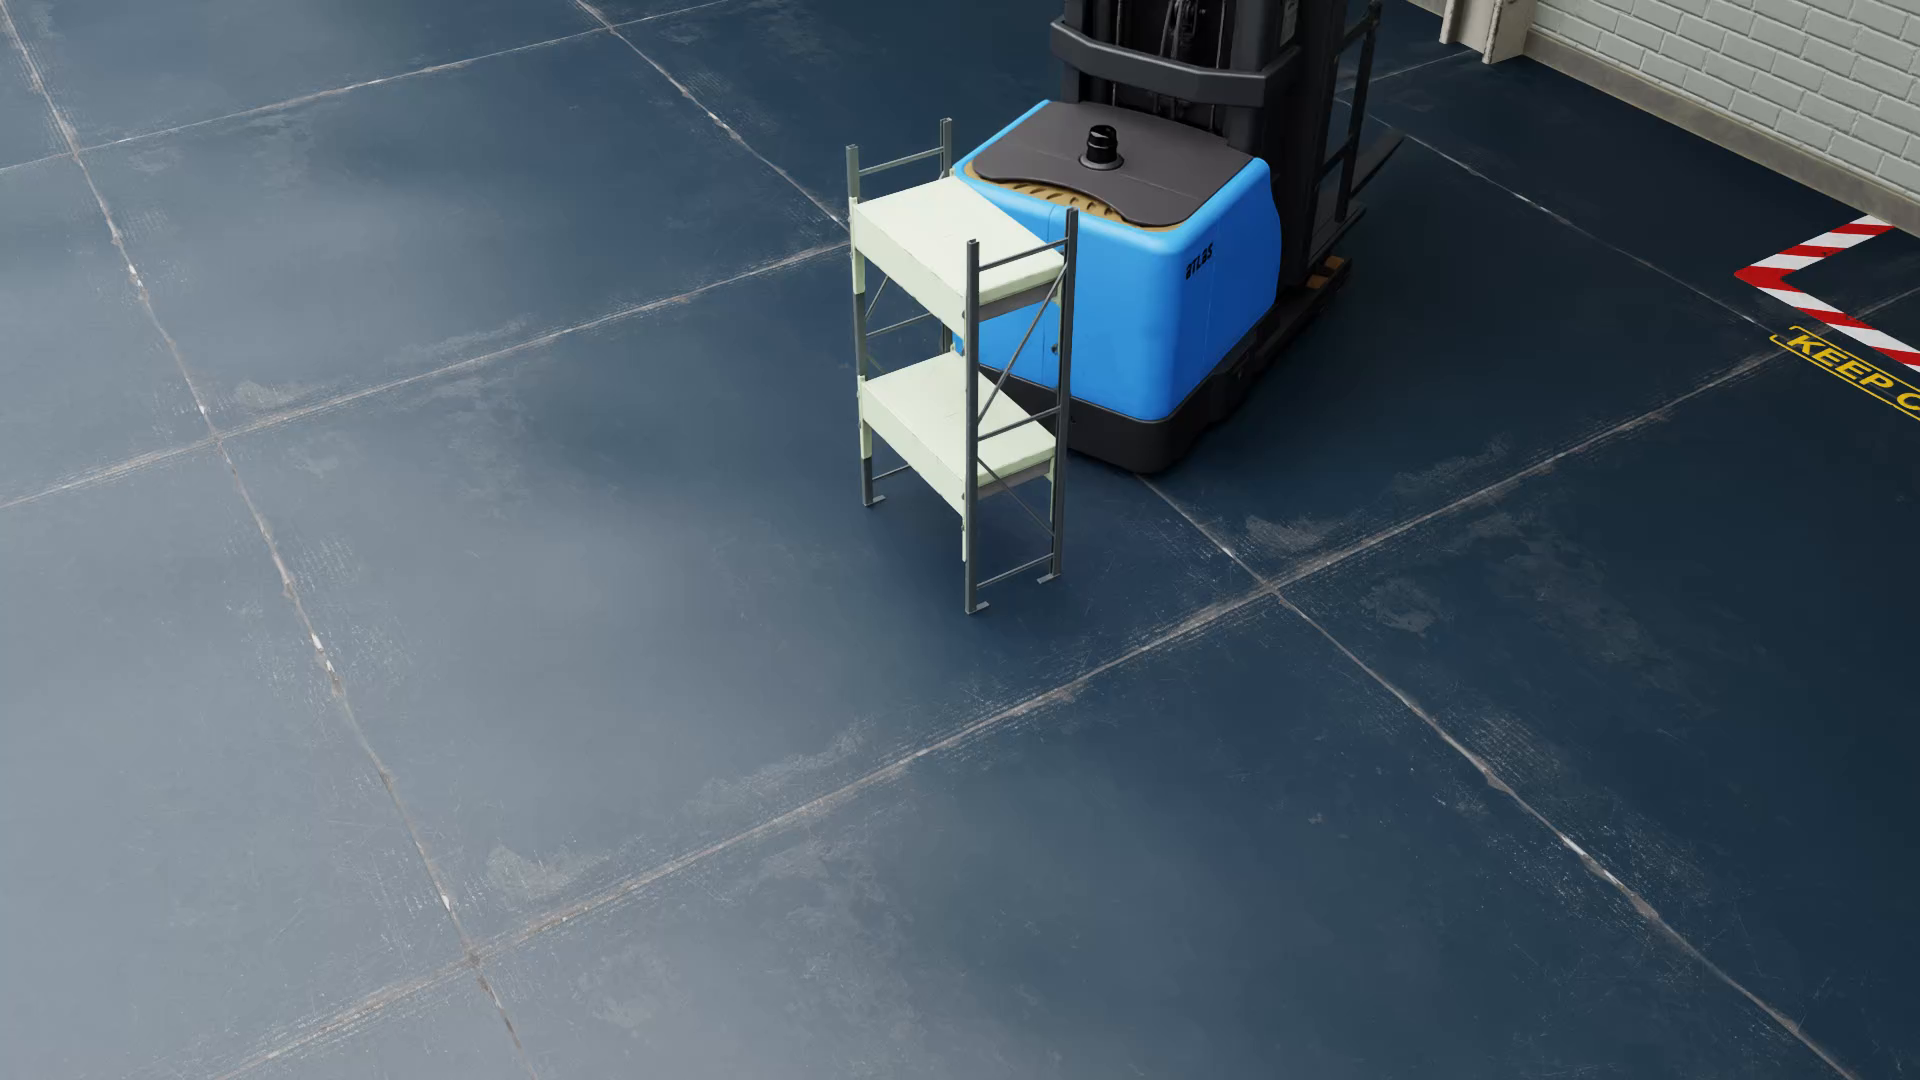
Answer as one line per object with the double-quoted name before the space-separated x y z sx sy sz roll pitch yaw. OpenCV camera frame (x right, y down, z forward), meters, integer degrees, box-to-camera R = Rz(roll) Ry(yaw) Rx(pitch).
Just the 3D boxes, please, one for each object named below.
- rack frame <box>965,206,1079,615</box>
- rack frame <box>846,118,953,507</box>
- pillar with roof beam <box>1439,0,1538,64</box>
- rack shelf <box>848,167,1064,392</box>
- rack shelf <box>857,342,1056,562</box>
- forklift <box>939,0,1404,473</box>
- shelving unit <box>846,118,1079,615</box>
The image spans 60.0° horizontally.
"rack frame" 0.193 -0.382 5.537 0.400 1.500 0.023 -22 45 -24
"rack frame" -0.200 -0.777 6.011 0.400 1.500 0.023 -22 45 -24
"pillar with roof beam" -0.582 -4.855 5.047 9.100 9.000 0.400 -22 45 -24
"rack shelf" -0.004 -0.880 5.524 0.431 0.370 0.720 -22 45 -24
"rack shelf" -0.004 -0.329 5.983 0.431 0.370 0.720 -22 45 -24
"forklift" 1.132 -2.300 6.721 1.130 2.935 3.031 22 45 25
"shelving unit" -0.004 -0.580 5.774 0.431 1.500 0.755 -22 45 -24
